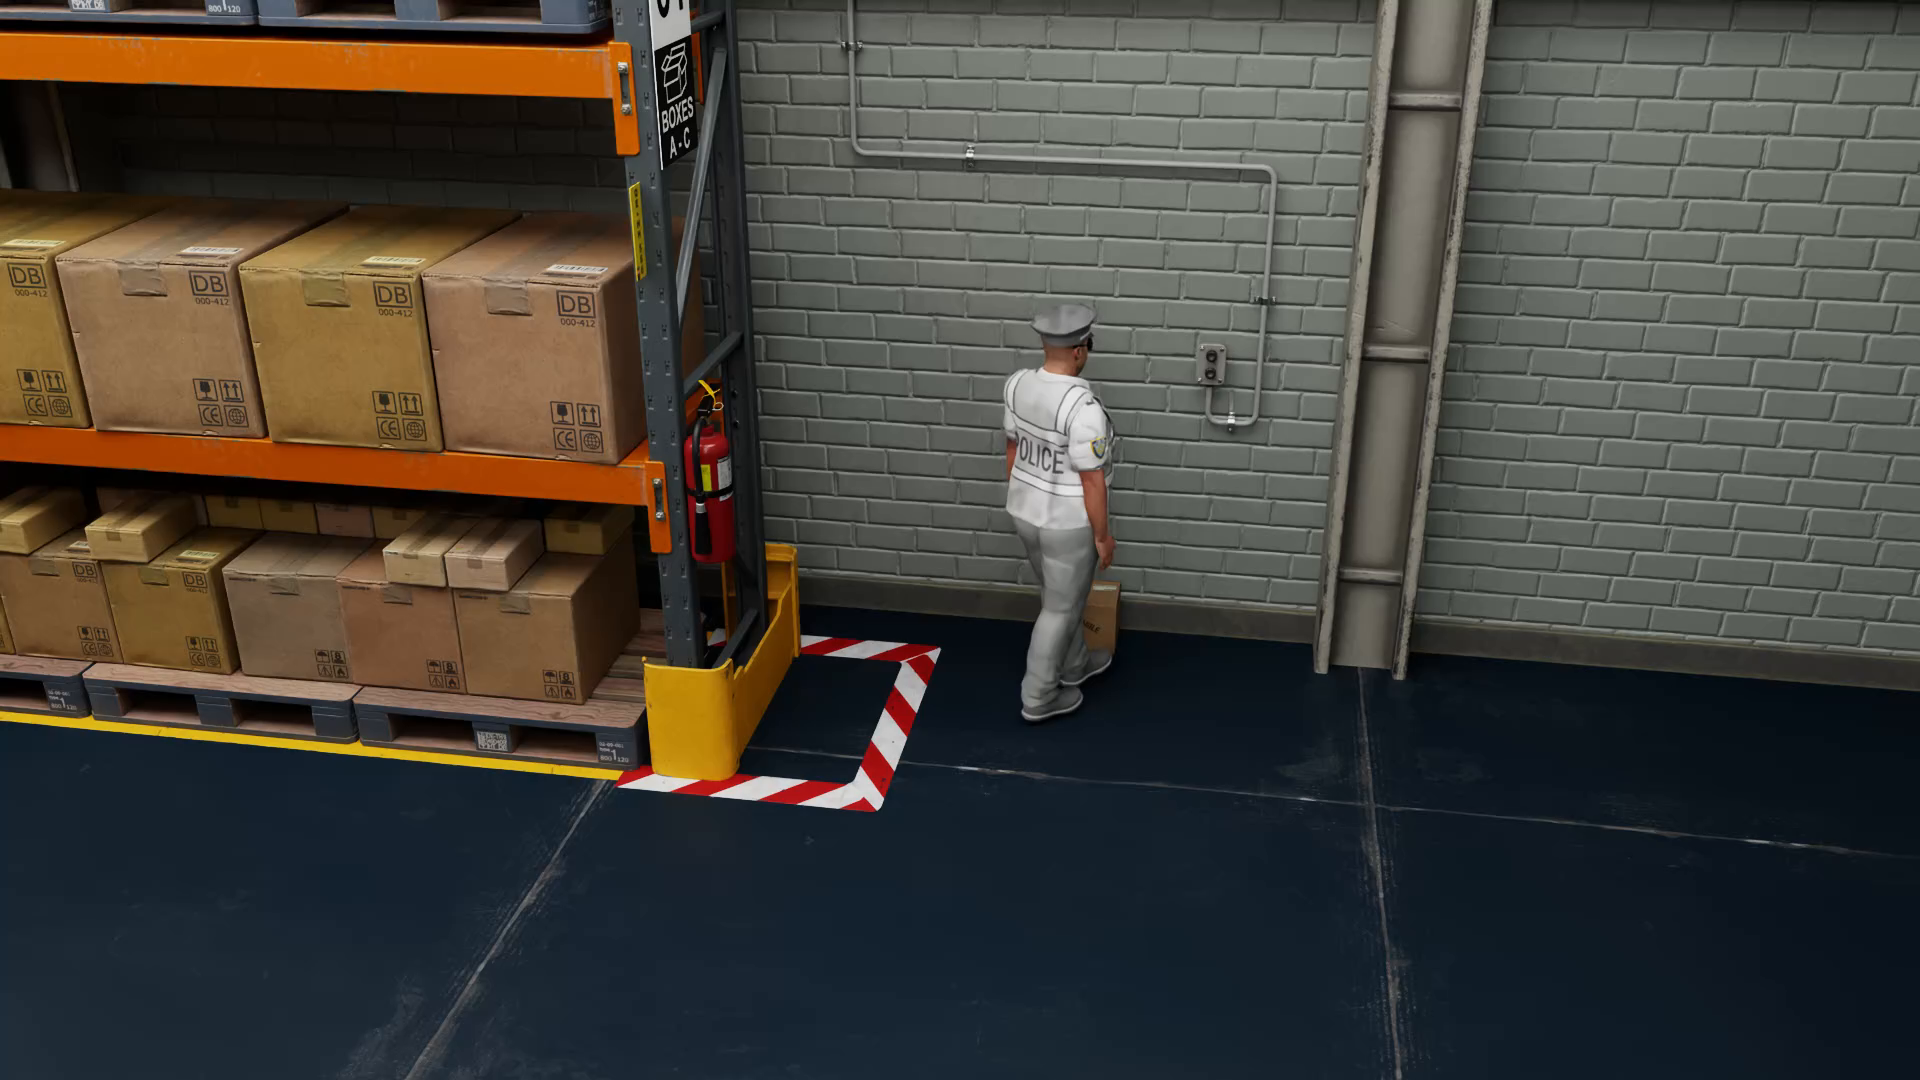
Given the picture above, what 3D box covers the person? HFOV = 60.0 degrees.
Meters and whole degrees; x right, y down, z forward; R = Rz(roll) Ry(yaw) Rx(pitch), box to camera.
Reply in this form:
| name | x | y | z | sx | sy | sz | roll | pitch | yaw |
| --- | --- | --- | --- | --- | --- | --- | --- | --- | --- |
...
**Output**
| name | x | y | z | sx | sy | sz | roll | pitch | yaw |
| --- | --- | --- | --- | --- | --- | --- | --- | --- | --- |
| person | 0.486 | -0.127 | 6.845 | 0.642 | 1.746 | 0.535 | -18 | 30 | -33 |
